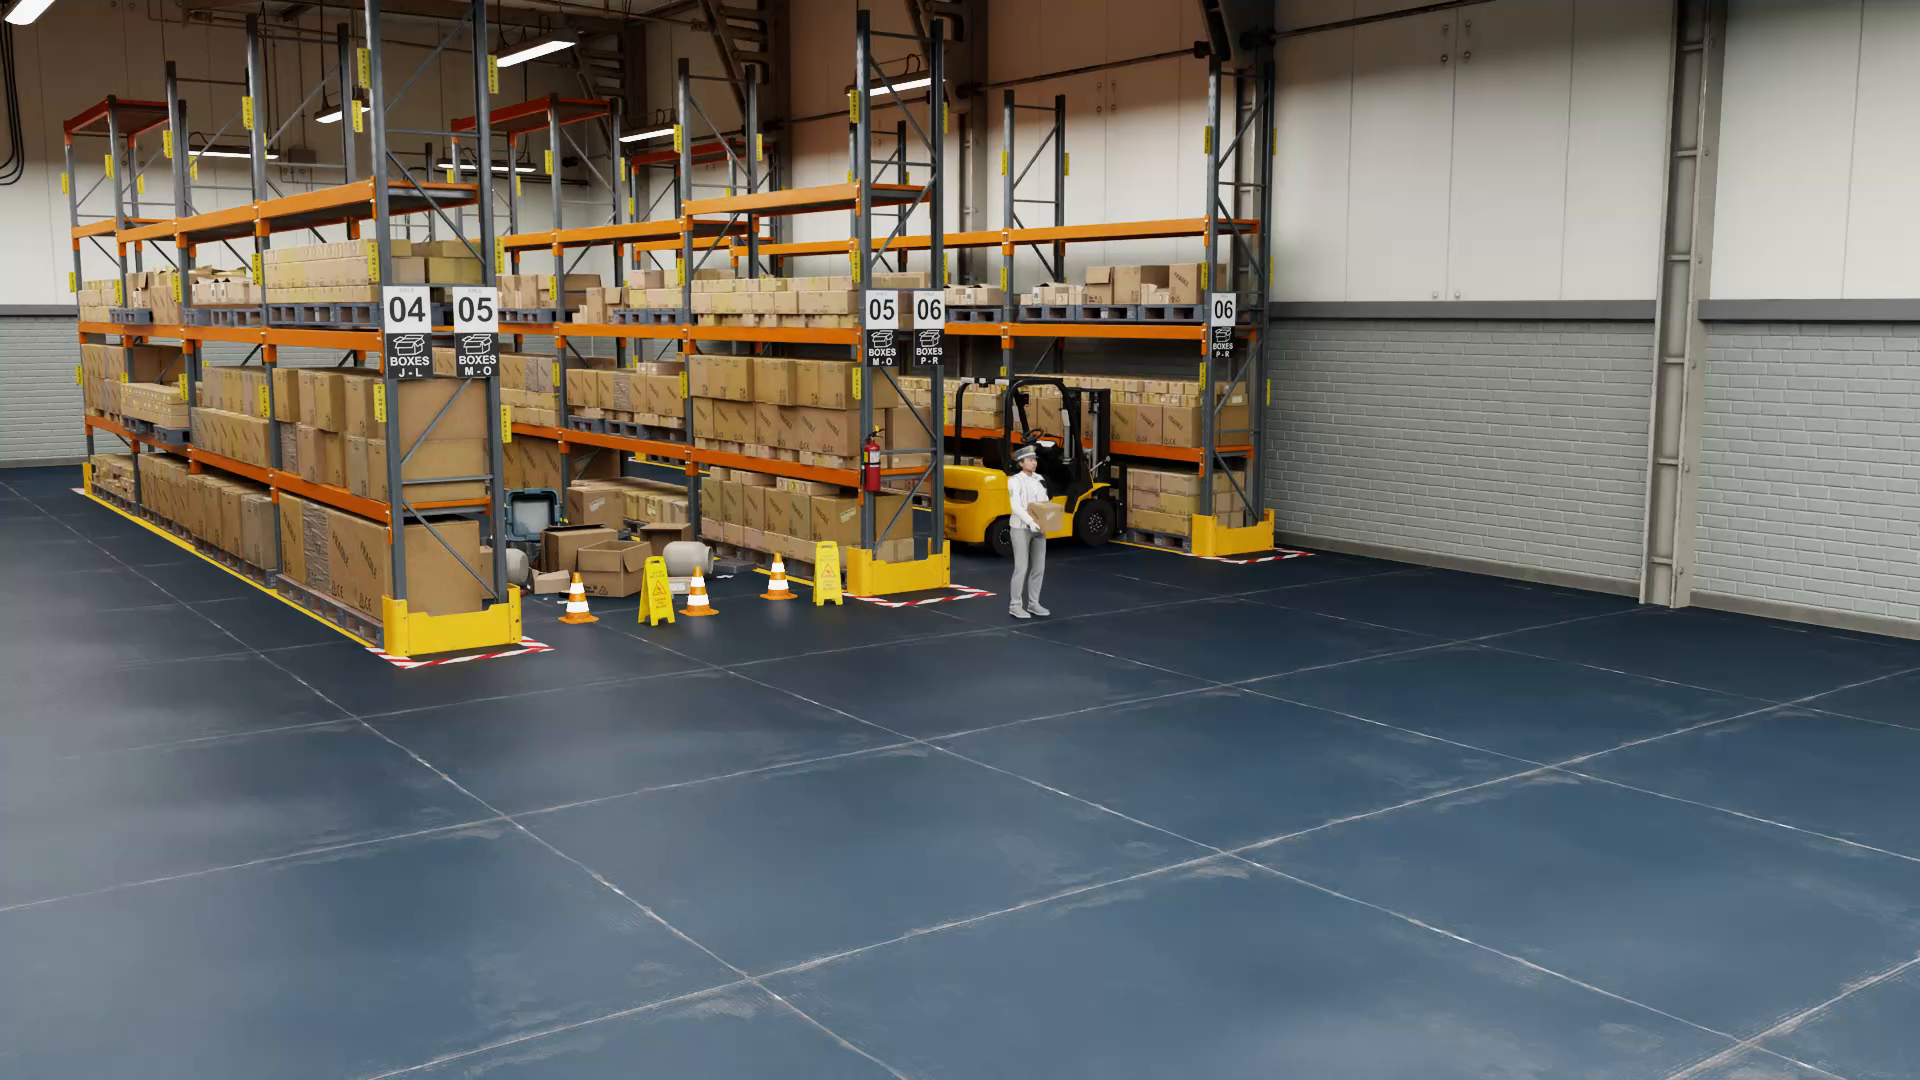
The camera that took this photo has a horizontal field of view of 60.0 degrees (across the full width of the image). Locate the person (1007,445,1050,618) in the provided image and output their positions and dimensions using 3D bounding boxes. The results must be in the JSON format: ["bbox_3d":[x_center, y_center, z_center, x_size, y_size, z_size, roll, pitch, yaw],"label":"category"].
[{"bbox_3d":[0.716,-0.085,16.331,0.460,1.686,0.564,-6,10,-35],"label":"person"}]
